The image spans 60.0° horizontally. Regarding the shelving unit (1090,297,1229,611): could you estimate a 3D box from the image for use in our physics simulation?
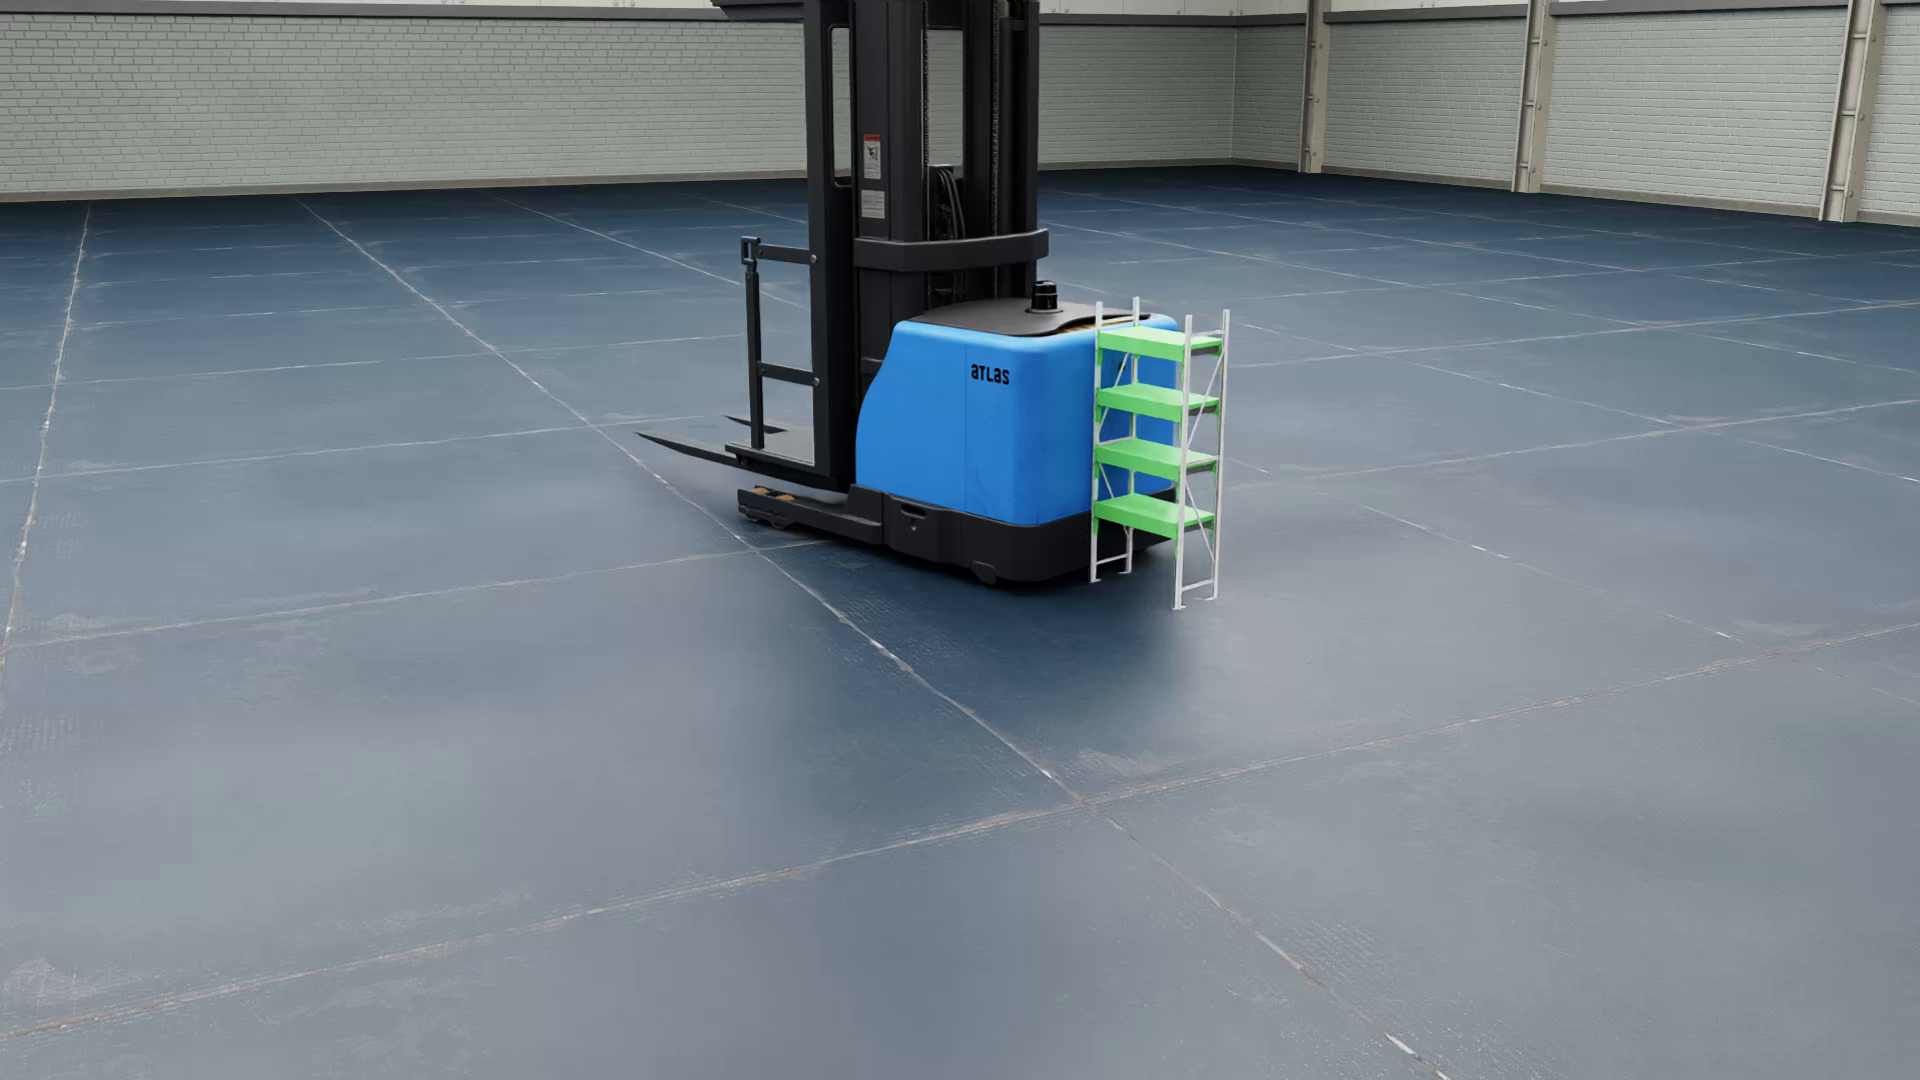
[{"bbox_3d":[0.810,-0.363,6.840,0.258,1.200,0.503,-13,21,-39],"label":"shelving unit"}]

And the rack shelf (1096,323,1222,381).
[{"bbox_3d":[0.810,-0.763,6.725,0.258,0.148,0.480,-13,21,-39],"label":"rack shelf"}]

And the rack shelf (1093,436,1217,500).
[{"bbox_3d":[0.810,-0.302,6.858,0.258,0.148,0.480,-13,21,-39],"label":"rack shelf"}]

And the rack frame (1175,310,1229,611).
[{"bbox_3d":[0.968,-0.312,6.662,0.240,1.200,0.015,-13,21,-39],"label":"rack frame"}]

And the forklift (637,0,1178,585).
[{"bbox_3d":[-0.433,-1.548,7.833,3.031,2.935,1.130,15,22,42],"label":"forklift"}]

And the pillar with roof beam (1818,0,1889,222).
[{"bbox_3d":[8.501,-8.306,20.380,9.100,9.000,0.400,-8,18,-25],"label":"pillar with roof beam"}]

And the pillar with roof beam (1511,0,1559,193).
[{"bbox_3d":[5.872,-9.794,25.565,9.100,9.000,0.400,-8,18,-25],"label":"pillar with roof beam"}]

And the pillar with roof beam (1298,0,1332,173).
[{"bbox_3d":[3.244,-11.281,30.749,9.100,9.000,0.400,-8,18,-25],"label":"pillar with roof beam"}]

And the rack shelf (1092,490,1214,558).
[{"bbox_3d":[0.810,-0.071,6.924,0.258,0.148,0.480,-13,21,-39],"label":"rack shelf"}]

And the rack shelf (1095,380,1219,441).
[{"bbox_3d":[0.810,-0.532,6.792,0.258,0.148,0.480,-13,21,-39],"label":"rack shelf"}]

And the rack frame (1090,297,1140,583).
[{"bbox_3d":[0.652,-0.414,7.019,0.240,1.200,0.015,-13,21,-39],"label":"rack frame"}]
